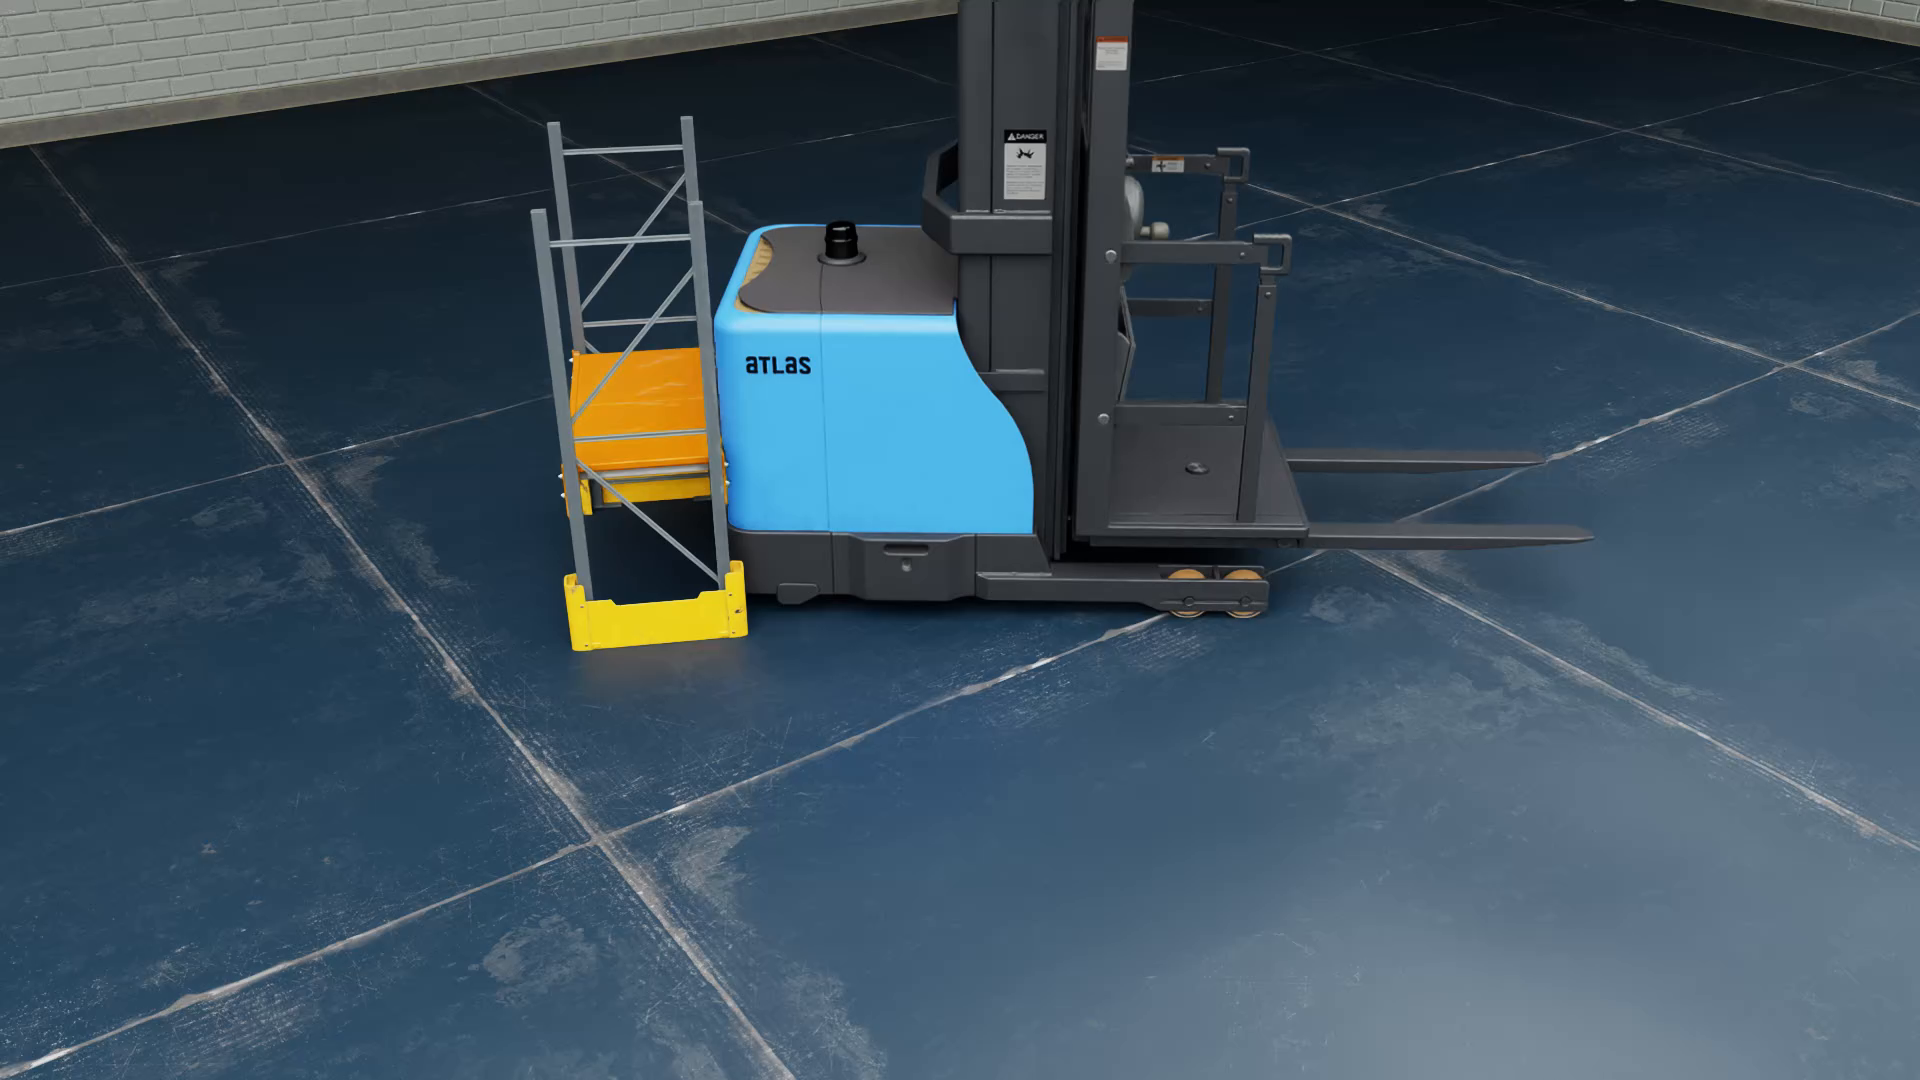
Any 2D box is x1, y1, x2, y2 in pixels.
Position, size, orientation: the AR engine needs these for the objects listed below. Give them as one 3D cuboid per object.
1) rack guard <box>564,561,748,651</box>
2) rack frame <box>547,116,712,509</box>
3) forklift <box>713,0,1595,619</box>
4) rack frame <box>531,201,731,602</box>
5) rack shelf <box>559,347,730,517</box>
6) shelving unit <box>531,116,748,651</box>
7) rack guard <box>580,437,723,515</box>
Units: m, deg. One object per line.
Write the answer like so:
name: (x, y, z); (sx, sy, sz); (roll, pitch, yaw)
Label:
rack guard: (-1.015, 0.220, 5.582); (0.587, 0.250, 0.087); (-5, 29, -8)
rack frame: (-1.186, -0.807, 6.164); (0.500, 1.500, 0.032); (-5, 29, -8)
forklift: (0.710, -1.274, 5.524); (3.031, 2.935, 1.130); (1, 29, 1)
rack frame: (-1.015, -0.328, 5.283); (0.500, 1.500, 0.032); (-5, 29, -8)
rack shelf: (-1.100, -0.409, 5.809); (0.538, 0.185, 1.000); (-5, 29, -8)
shelving unit: (-1.099, -0.563, 5.716); (0.587, 1.500, 1.083); (-5, 29, -8)
rack guard: (-1.183, -0.248, 6.445); (0.587, 0.250, 0.087); (-5, 29, -8)
